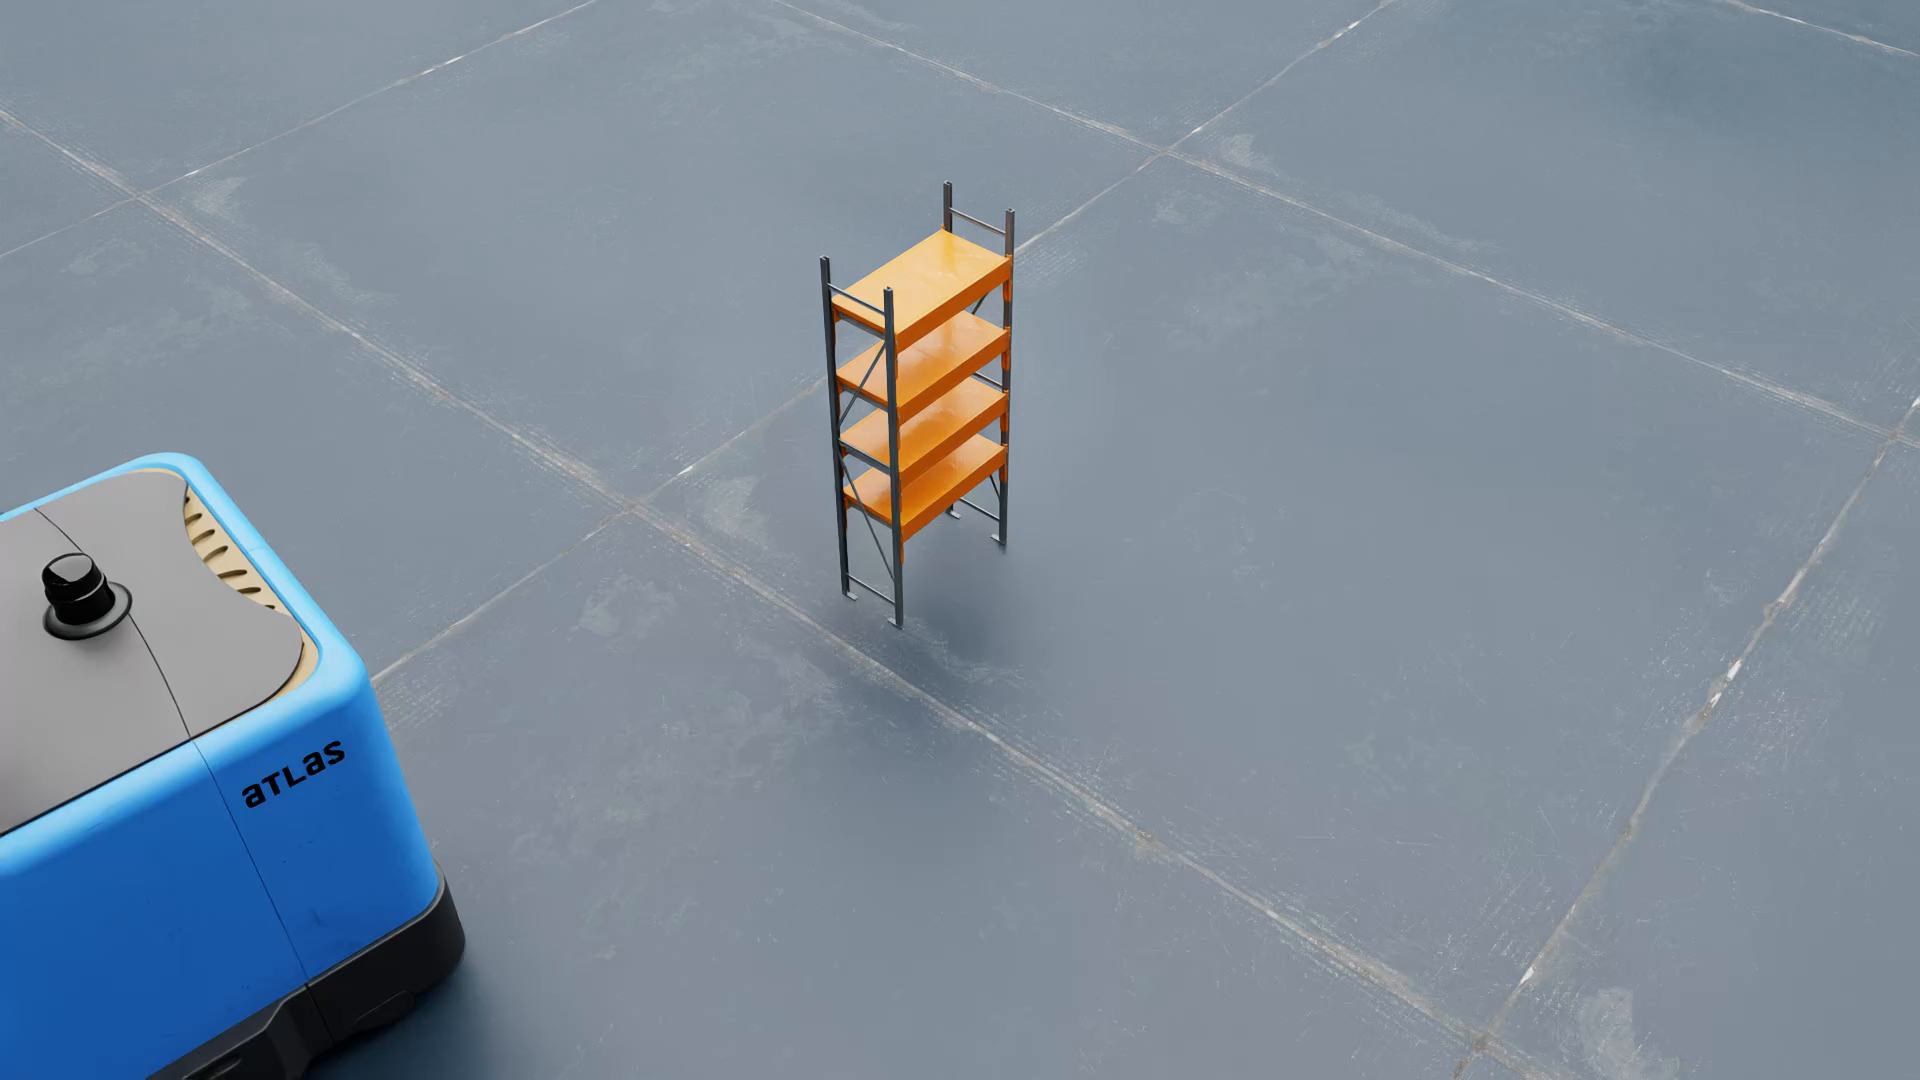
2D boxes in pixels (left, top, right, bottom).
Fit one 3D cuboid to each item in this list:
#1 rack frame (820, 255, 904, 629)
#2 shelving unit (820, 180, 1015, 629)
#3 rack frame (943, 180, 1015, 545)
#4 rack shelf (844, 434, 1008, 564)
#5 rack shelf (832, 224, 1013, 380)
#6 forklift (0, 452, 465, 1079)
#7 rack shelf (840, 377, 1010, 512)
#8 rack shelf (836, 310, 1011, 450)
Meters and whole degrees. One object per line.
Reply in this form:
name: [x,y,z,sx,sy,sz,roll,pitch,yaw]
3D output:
rack frame: [-0.264,-0.233,4.614,0.240,1.200,0.015,29,50,28]
shelving unit: [-0.107,-0.359,4.753,0.258,1.200,0.503,29,50,28]
rack frame: [0.051,-0.484,4.891,0.240,1.200,0.015,29,50,28]
rack shelf: [-0.107,-0.162,4.931,0.258,0.148,0.480,29,50,28]
rack shelf: [-0.107,-0.649,4.488,0.258,0.148,0.480,29,50,28]
forklift: [-2.652,0.370,2.664,3.031,2.935,1.130,-30,50,-29]
rack shelf: [-0.107,-0.309,4.798,0.258,0.148,0.480,29,50,28]
rack shelf: [-0.107,-0.474,4.647,0.258,0.148,0.480,29,50,28]
